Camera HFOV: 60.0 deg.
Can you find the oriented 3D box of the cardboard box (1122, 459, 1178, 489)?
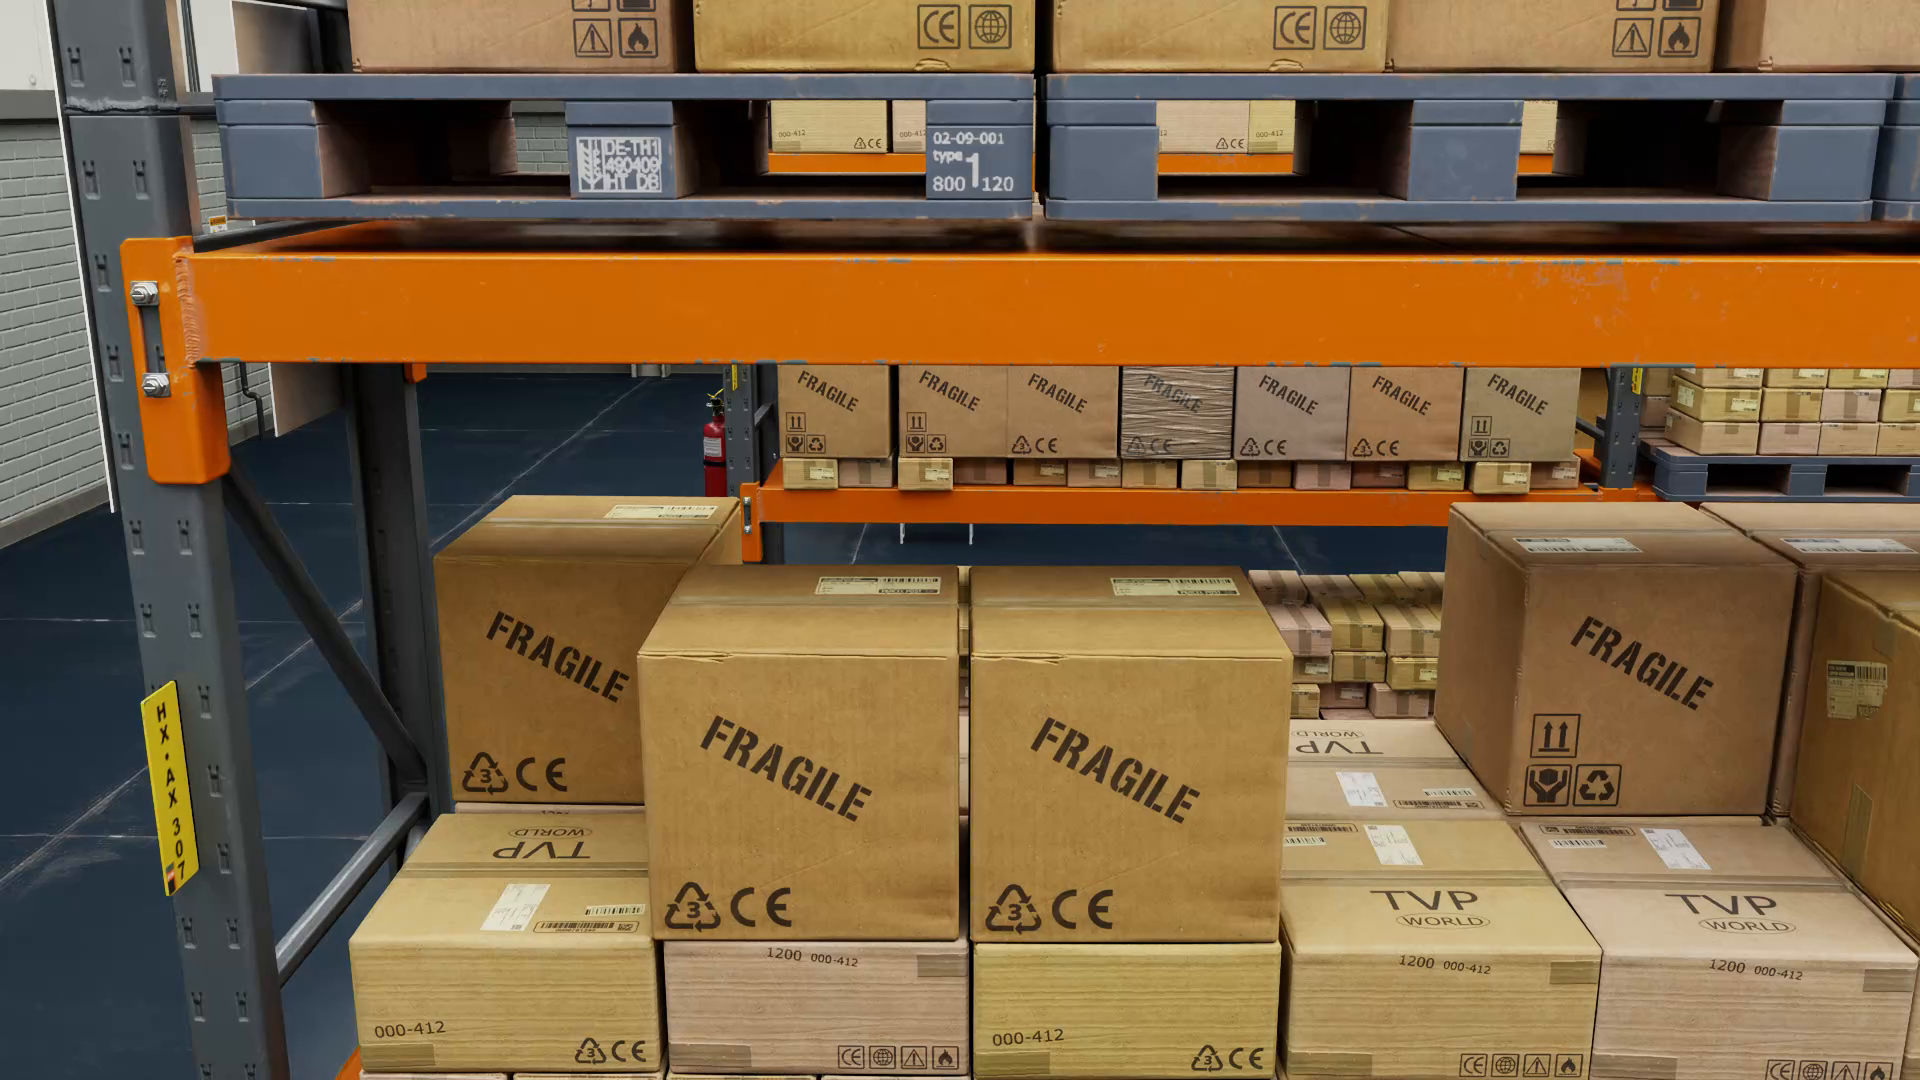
[{"bbox_3d":[0.879,-0.353,7.789,0.250,0.149,0.380,1,15,3],"label":"cardboard box"}]

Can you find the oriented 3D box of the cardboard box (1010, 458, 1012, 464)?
[{"bbox_3d":[0.353,-0.491,8.315,0.250,0.149,0.380,0,15,-1],"label":"cardboard box"}]

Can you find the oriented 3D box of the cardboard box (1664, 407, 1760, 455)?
[{"bbox_3d":[3.384,-0.493,7.496,0.250,0.149,0.380,0,15,-1],"label":"cardboard box"}]

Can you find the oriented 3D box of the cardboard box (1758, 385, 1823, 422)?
[{"bbox_3d":[3.643,-0.635,7.454,0.250,0.149,0.380,0,15,0],"label":"cardboard box"}]

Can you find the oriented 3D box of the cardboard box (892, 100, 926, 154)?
[{"bbox_3d":[-0.028,-1.862,7.432,0.500,0.250,0.500,1,15,3],"label":"cardboard box"}]

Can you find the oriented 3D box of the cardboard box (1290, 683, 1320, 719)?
[{"bbox_3d":[1.566,0.722,7.988,0.250,0.149,0.380,0,15,1],"label":"cardboard box"}]

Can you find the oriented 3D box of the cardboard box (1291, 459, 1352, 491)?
[{"bbox_3d":[1.655,-0.344,7.758,0.250,0.149,0.380,0,15,-1],"label":"cardboard box"}]

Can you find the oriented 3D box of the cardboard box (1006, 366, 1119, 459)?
[{"bbox_3d":[0.470,-0.672,7.729,0.500,0.500,0.500,1,15,2],"label":"cardboard box"}]

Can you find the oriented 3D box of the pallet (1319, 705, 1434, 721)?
[{"bbox_3d":[2.330,0.822,8.310,1.213,0.211,1.003,0,15,1],"label":"pallet"}]

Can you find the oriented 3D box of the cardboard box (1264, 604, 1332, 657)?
[{"bbox_3d":[1.604,0.430,7.930,0.250,0.149,0.380,0,15,-1],"label":"cardboard box"}]

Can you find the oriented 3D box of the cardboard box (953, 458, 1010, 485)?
[{"bbox_3d":[0.104,-0.376,7.879,0.250,0.149,0.380,1,15,4],"label":"cardboard box"}]

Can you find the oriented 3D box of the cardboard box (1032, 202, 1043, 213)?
[{"bbox_3d":[0.533,-2.273,12.419,0.500,0.500,0.500,0,15,1],"label":"cardboard box"}]

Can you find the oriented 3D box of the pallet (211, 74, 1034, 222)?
[{"bbox_3d":[-0.483,-0.698,2.899,1.213,0.211,1.003,0,15,1],"label":"pallet"}]

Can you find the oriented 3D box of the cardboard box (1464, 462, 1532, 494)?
[{"bbox_3d":[2.450,-0.325,7.686,0.250,0.149,0.380,0,15,0],"label":"cardboard box"}]

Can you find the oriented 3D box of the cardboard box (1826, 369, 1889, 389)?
[{"bbox_3d":[3.919,-0.778,7.410,0.250,0.149,0.380,1,15,2],"label":"cardboard box"}]

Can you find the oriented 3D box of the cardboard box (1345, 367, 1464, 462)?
[{"bbox_3d":[1.992,-0.658,7.674,0.500,0.500,0.500,0,15,0],"label":"cardboard box"}]

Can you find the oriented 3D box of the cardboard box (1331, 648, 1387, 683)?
[{"bbox_3d":[1.892,0.557,8.030,0.250,0.149,0.380,1,15,2],"label":"cardboard box"}]

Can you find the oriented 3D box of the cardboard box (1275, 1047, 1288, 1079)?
[{"bbox_3d":[0.660,0.925,2.946,0.250,0.149,0.380,0,15,0],"label":"cardboard box"}]

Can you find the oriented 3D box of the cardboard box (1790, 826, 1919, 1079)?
[{"bbox_3d":[1.809,0.723,2.929,0.500,0.250,0.500,1,15,3],"label":"cardboard box"}]

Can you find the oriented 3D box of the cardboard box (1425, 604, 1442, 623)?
[{"bbox_3d":[2.383,0.429,7.931,0.250,0.149,0.380,1,15,2],"label":"cardboard box"}]

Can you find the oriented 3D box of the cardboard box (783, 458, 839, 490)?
[{"bbox_3d":[-0.681,-0.350,7.778,0.250,0.149,0.380,0,15,1],"label":"cardboard box"}]

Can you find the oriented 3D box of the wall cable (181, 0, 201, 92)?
[{"bbox_3d":[-6.534,-5.606,15.375,0.133,3.039,2.988,0,15,1],"label":"wall cable"}]

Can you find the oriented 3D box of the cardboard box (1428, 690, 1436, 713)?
[{"bbox_3d":[2.344,0.706,8.050,0.250,0.149,0.380,1,15,3],"label":"cardboard box"}]

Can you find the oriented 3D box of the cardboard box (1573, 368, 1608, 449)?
[{"bbox_3d":[4.552,-0.982,13.024,0.875,0.875,0.875,1,15,3],"label":"cardboard box"}]

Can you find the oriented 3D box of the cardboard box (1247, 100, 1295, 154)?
[{"bbox_3d":[1.498,-1.852,7.395,0.500,0.250,0.500,0,15,1],"label":"cardboard box"}]

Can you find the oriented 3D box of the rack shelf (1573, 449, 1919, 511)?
[{"bbox_3d":[5.001,-0.170,8.014,4.000,0.370,1.077,0,15,1],"label":"rack shelf"}]

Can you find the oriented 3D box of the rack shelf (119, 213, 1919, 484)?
[{"bbox_3d":[0.775,-0.382,2.939,4.000,0.370,1.077,0,15,1],"label":"rack shelf"}]

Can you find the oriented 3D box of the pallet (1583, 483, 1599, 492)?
[{"bbox_3d":[5.023,-0.452,13.141,1.213,0.211,1.003,0,15,1],"label":"pallet"}]

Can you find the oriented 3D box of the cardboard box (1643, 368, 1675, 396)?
[{"bbox_3d":[3.405,-0.804,8.093,0.250,0.149,0.380,1,15,3],"label":"cardboard box"}]

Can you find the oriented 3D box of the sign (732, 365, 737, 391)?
[{"bbox_3d":[-1.011,-0.837,7.436,0.005,0.325,0.100,0,15,1],"label":"sign"}]

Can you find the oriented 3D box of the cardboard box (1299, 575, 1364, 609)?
[{"bbox_3d":[1.874,0.300,8.422,0.250,0.149,0.380,0,15,0],"label":"cardboard box"}]

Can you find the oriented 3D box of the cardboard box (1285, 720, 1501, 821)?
[{"bbox_3d":[0.803,0.581,3.470,0.500,0.250,0.500,0,15,2],"label":"cardboard box"}]

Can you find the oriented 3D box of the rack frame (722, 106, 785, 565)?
[{"bbox_3d":[-0.997,-0.557,8.071,0.127,3.000,1.000,0,15,1],"label":"rack frame"}]

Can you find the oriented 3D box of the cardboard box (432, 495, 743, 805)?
[{"bbox_3d":[-0.731,0.210,3.406,0.500,0.500,0.500,1,15,2],"label":"cardboard box"}]

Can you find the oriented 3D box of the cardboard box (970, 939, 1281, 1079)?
[{"bbox_3d":[0.270,0.714,2.965,0.500,0.250,0.500,0,15,0],"label":"cardboard box"}]

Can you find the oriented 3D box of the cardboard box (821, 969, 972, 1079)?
[{"bbox_3d":[-0.105,0.920,2.967,0.250,0.149,0.380,0,15,1],"label":"cardboard box"}]

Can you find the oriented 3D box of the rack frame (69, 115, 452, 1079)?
[{"bbox_3d":[-1.225,0.707,3.279,0.127,3.000,1.000,0,15,1],"label":"rack frame"}]

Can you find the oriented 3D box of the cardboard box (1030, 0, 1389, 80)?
[{"bbox_3d":[0.374,-1.028,2.760,0.500,0.500,0.700,-1,15,-2],"label":"cardboard box"}]

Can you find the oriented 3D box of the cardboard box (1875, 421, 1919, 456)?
[{"bbox_3d":[4.162,-0.488,7.478,0.250,0.149,0.380,1,15,2],"label":"cardboard box"}]

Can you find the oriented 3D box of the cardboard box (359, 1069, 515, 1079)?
[{"bbox_3d":[-0.878,0.915,2.983,0.250,0.149,0.380,1,15,2],"label":"cardboard box"}]

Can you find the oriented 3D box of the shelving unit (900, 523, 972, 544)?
[{"bbox_3d":[-0.165,-0.581,11.691,0.503,1.200,0.258,0,15,1],"label":"shelving unit"}]

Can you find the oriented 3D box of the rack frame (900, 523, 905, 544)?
[{"bbox_3d":[-0.409,-0.583,11.697,0.015,1.200,0.240,0,15,1],"label":"rack frame"}]

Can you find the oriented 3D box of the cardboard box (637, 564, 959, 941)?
[{"bbox_3d":[-0.252,0.349,2.879,0.500,0.500,0.500,0,15,0],"label":"cardboard box"}]
